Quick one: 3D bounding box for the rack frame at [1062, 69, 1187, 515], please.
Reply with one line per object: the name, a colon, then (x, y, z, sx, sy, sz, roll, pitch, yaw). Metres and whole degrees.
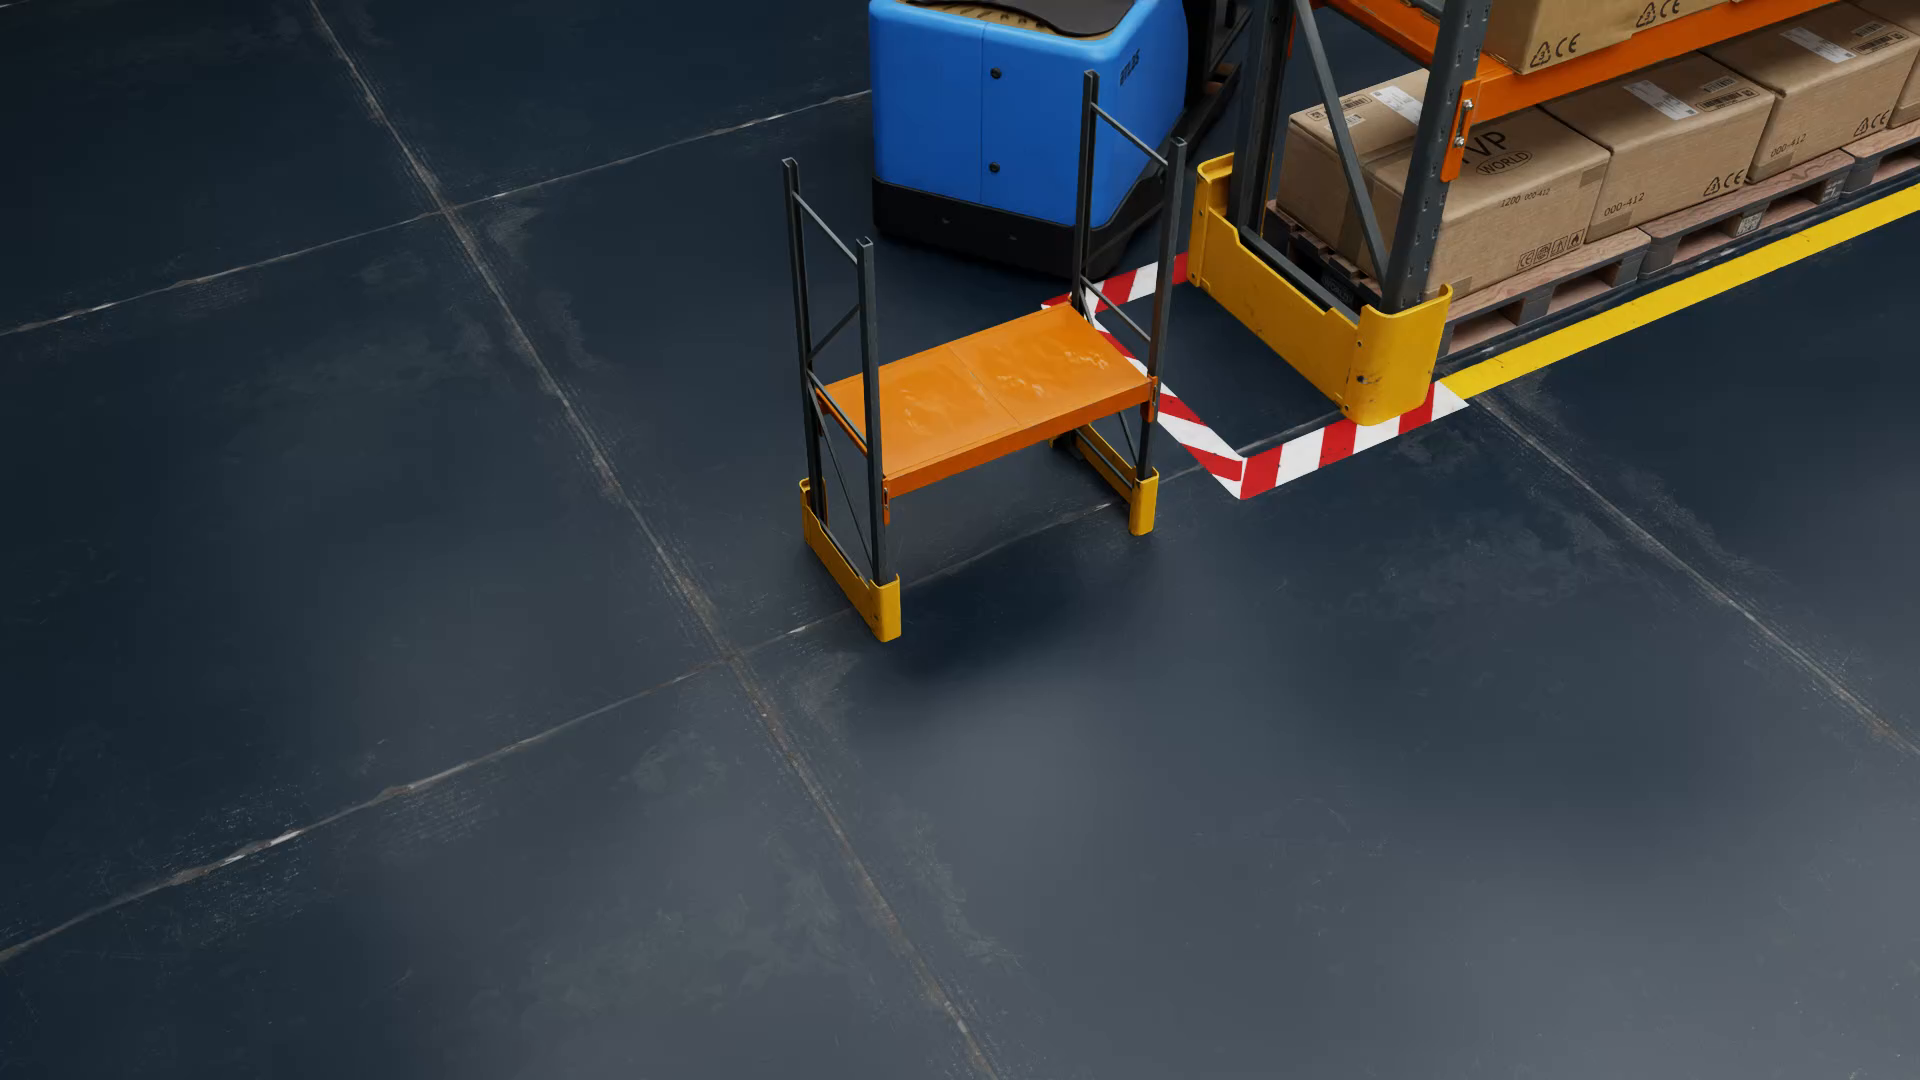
rack frame: (0.515, -0.744, 5.440, 0.032, 1.500, 0.500, -22, 48, -21)

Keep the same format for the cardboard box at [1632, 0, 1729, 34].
cardboard box: (2.354, -2.125, 5.714, 0.500, 0.500, 0.500, -22, 48, -21)

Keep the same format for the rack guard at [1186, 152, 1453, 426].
rack guard: (1.349, -0.998, 6.420, 0.348, 0.500, 1.175, -22, 48, -21)

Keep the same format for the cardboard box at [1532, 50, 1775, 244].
cardboard box: (2.682, -1.747, 6.934, 0.875, 0.438, 0.875, -21, 48, -20)

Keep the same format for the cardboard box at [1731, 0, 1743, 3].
cardboard box: (2.804, -2.290, 5.884, 0.500, 0.500, 0.500, -22, 48, -21)

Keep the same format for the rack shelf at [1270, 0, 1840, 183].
rack shelf: (3.104, -2.339, 6.523, 4.000, 0.370, 1.077, -22, 48, -21)

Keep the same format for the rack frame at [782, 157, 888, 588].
rack frame: (-0.367, -0.391, 5.076, 0.032, 1.500, 0.500, -22, 48, -21)

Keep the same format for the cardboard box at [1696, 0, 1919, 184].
cardboard box: (3.464, -2.059, 7.255, 0.875, 0.438, 0.875, -23, 49, -22)

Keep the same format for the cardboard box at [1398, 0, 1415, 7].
cardboard box: (1.656, -2.267, 5.860, 0.500, 0.500, 0.500, -22, 48, -21)

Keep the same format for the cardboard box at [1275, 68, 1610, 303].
cardboard box: (1.892, -1.424, 6.602, 0.875, 0.438, 0.875, -23, 49, -22)

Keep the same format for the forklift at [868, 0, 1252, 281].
forklift: (0.687, -3.136, 6.877, 1.130, 2.935, 3.031, 17, 47, 17)

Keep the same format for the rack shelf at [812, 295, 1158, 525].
rack shelf: (0.074, -0.439, 5.383, 1.000, 0.185, 0.538, -22, 48, -21)

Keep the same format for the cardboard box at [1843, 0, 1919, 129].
cardboard box: (4.240, -2.369, 7.576, 0.875, 0.438, 0.875, -22, 48, -21)

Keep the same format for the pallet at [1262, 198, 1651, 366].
pallet: (2.024, -1.227, 6.863, 1.213, 0.211, 1.003, -22, 48, -21)

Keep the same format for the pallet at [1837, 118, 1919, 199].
pallet: (4.140, -2.074, 7.736, 1.213, 0.211, 1.003, -22, 48, -21)

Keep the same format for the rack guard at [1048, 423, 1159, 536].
rack guard: (0.498, -0.289, 5.868, 0.087, 0.250, 0.587, -22, 48, -21)

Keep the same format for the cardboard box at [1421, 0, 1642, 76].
cardboard box: (1.929, -1.933, 5.516, 0.500, 0.500, 0.500, -22, 48, -21)

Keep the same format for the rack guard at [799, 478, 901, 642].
rack guard: (-0.366, 0.057, 5.512, 0.087, 0.250, 0.587, -22, 48, -21)

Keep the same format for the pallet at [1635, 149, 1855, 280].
pallet: (3.081, -1.648, 7.297, 1.213, 0.211, 1.003, -22, 48, -21)

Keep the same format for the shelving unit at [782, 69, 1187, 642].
shelving unit: (0.066, -0.565, 5.255, 1.083, 1.500, 0.587, -22, 48, -21)

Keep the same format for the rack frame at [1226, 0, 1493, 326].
rack frame: (1.370, -1.903, 5.558, 0.127, 3.000, 1.000, -22, 48, -21)
